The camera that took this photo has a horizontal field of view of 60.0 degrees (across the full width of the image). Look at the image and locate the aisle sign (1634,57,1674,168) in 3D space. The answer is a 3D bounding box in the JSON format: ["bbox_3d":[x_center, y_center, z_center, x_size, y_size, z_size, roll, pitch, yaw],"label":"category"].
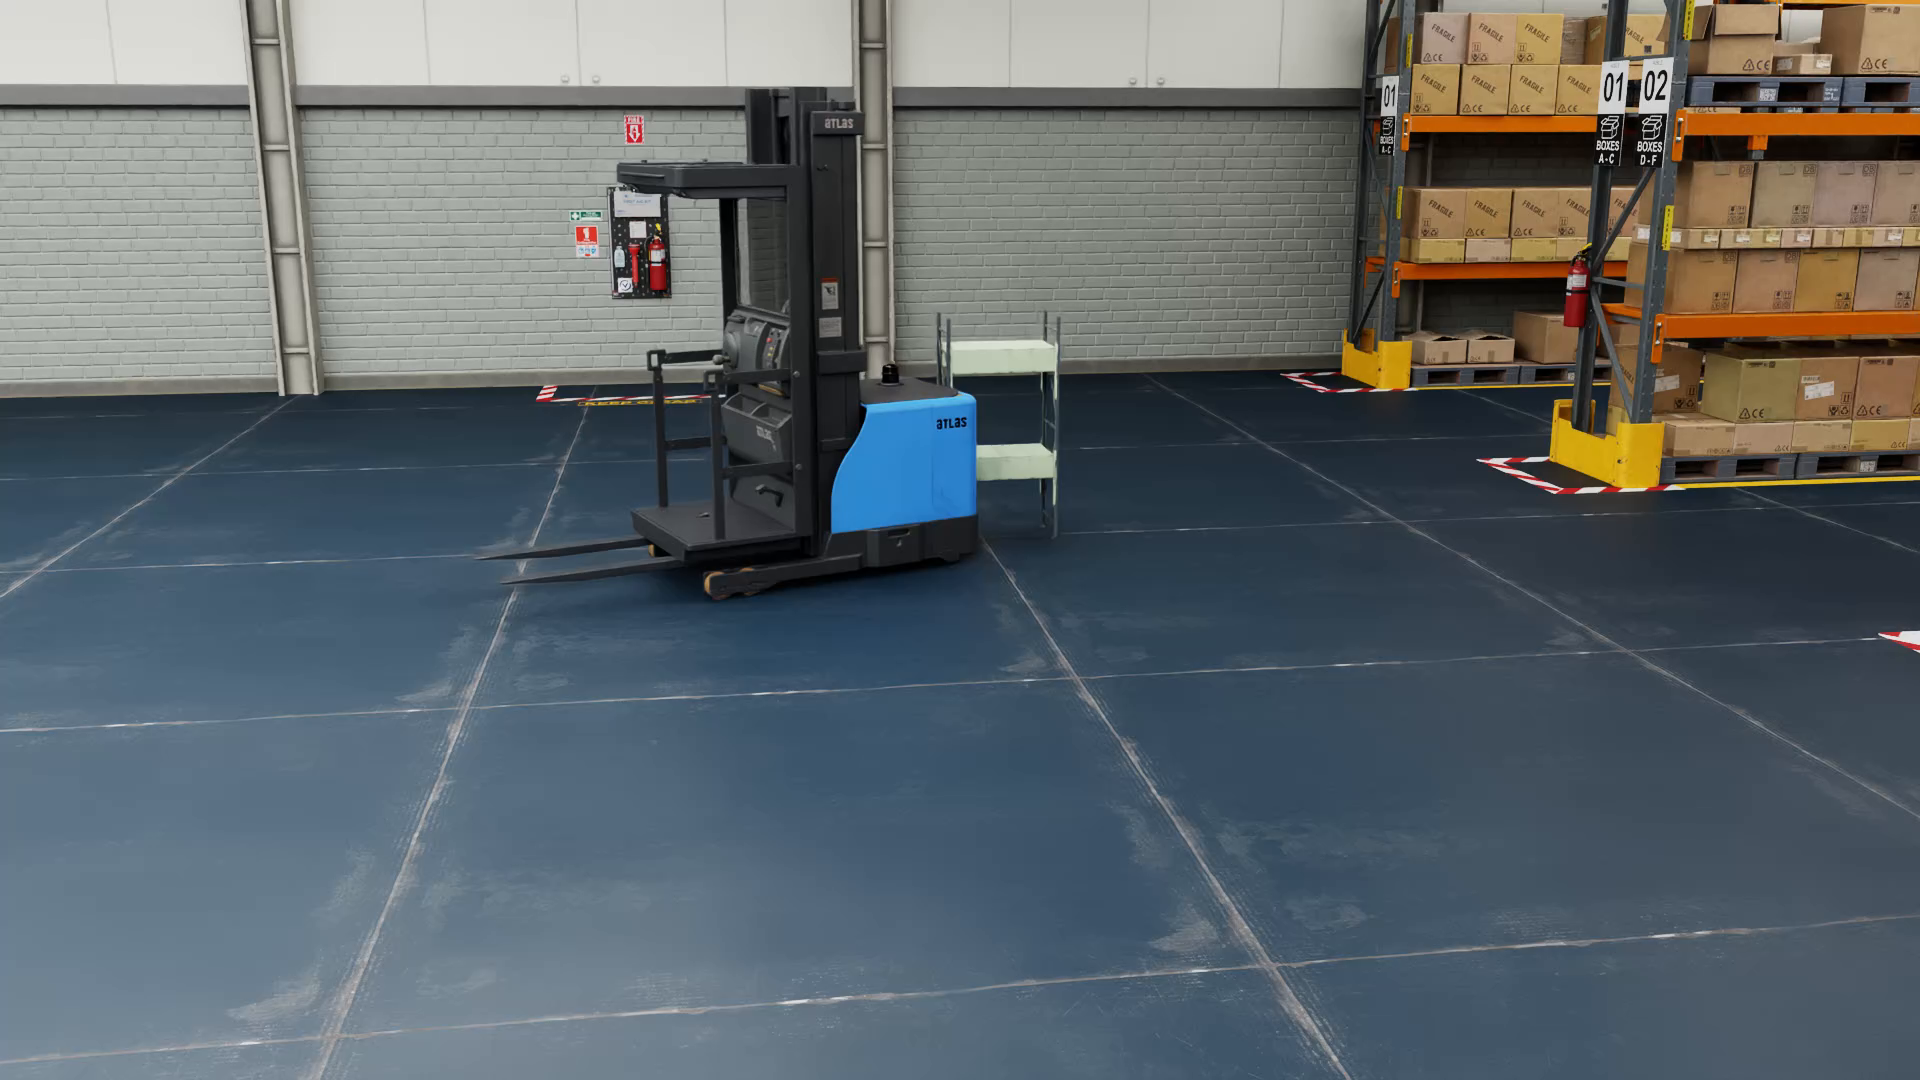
[{"bbox_3d":[5.170,-3.183,12.403,0.004,0.787,0.394,-2,14,-8],"label":"aisle sign"}]

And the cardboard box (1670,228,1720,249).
[{"bbox_3d":[5.610,-2.324,12.781,0.250,0.149,0.380,-2,14,-9],"label":"cardboard box"}]

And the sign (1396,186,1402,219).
[{"bbox_3d":[4.529,-3.479,17.147,0.005,0.325,0.100,-2,14,-8],"label":"sign"}]

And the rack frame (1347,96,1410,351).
[{"bbox_3d":[4.448,-3.189,17.773,0.127,3.000,1.000,-2,14,-8],"label":"rack frame"}]

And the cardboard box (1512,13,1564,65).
[{"bbox_3d":[5.874,-5.170,17.203,0.500,0.500,0.500,-2,14,-7],"label":"cardboard box"}]

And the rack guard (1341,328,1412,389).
[{"bbox_3d":[4.523,-1.980,18.088,0.348,0.500,1.175,-2,14,-8],"label":"rack guard"}]

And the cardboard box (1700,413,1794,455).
[{"bbox_3d":[6.247,-0.853,13.246,0.500,0.250,0.500,-2,14,-8],"label":"cardboard box"}]

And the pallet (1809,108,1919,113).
[{"bbox_3d":[10.055,-4.733,18.149,1.003,0.211,1.213,-2,14,-8],"label":"pallet"}]

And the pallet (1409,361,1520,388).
[{"bbox_3d":[5.332,-1.861,18.207,1.213,0.211,1.003,-2,14,-8],"label":"pallet"}]

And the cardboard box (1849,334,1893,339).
[{"bbox_3d":[10.143,-2.406,18.882,0.500,0.500,0.700,-2,14,-8],"label":"cardboard box"}]

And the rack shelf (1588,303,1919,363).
[{"bbox_3d":[7.167,-1.722,13.399,4.000,0.370,1.077,-2,14,-8],"label":"rack shelf"}]

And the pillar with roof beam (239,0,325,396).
[{"bbox_3d":[-6.214,-4.862,12.111,0.400,9.000,9.100,-2,14,-8],"label":"pillar with roof beam"}]

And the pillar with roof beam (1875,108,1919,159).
[{"bbox_3d":[11.585,-5.515,14.712,0.400,9.000,9.100,-2,14,-8],"label":"pillar with roof beam"}]

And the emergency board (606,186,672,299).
[{"bbox_3d":[-3.371,-3.125,17.516,0.643,1.169,0.194,-2,14,-8],"label":"emergency board"}]

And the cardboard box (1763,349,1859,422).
[{"bbox_3d":[6.740,-1.237,13.237,0.500,0.500,0.500,-2,14,-8],"label":"cardboard box"}]

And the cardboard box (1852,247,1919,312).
[{"bbox_3d":[7.183,-2.117,13.292,0.500,0.500,0.700,-2,14,-7],"label":"cardboard box"}]

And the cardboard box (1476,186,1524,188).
[{"bbox_3d":[5.892,-3.594,18.112,0.500,0.500,0.500,-2,14,-10],"label":"cardboard box"}]

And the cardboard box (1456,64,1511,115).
[{"bbox_3d":[5.352,-4.665,17.245,0.500,0.500,0.500,-1,14,-5],"label":"cardboard box"}]

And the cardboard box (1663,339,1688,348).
[{"bbox_3d":[7.879,-2.147,18.536,0.250,0.166,0.380,-4,15,-16],"label":"cardboard box"}]

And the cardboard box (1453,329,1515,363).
[{"bbox_3d":[5.709,-2.123,18.143,0.500,0.311,0.500,-1,14,-4],"label":"cardboard box"}]

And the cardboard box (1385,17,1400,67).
[{"bbox_3d":[4.835,-5.266,17.585,0.500,0.500,0.500,-1,14,-6],"label":"cardboard box"}]

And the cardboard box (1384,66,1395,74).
[{"bbox_3d":[4.823,-4.779,17.697,0.500,0.500,0.500,-1,14,-4],"label":"cardboard box"}]

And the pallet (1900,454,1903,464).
[{"bbox_3d":[8.352,-0.772,13.865,1.213,0.211,1.003,-2,14,-8],"label":"pallet"}]

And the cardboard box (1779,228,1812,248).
[{"bbox_3d":[6.367,-2.351,12.891,0.250,0.149,0.380,-2,14,-9],"label":"cardboard box"}]

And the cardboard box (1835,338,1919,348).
[{"bbox_3d":[7.651,-1.399,13.881,0.500,0.500,0.500,-2,14,-8],"label":"cardboard box"}]

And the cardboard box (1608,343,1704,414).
[{"bbox_3d":[5.675,-1.323,13.577,0.500,0.500,0.500,-2,14,-8],"label":"cardboard box"}]

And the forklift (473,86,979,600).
[{"bbox_3d":[-1.420,-1.215,10.040,3.031,2.935,1.130,-8,16,-28],"label":"forklift"}]

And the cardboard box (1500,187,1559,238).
[{"bbox_3d":[5.967,-3.468,17.609,0.500,0.500,0.500,-3,14,-10],"label":"cardboard box"}]

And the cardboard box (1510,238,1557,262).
[{"bbox_3d":[5.994,-3.107,17.711,0.500,0.250,0.500,-2,14,-9],"label":"cardboard box"}]

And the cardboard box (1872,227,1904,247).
[{"bbox_3d":[7.130,-2.379,13.003,0.250,0.149,0.380,-2,14,-8],"label":"cardboard box"}]

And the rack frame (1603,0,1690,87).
[{"bbox_3d":[5.189,-4.908,12.292,0.127,3.000,1.000,-2,14,-8],"label":"rack frame"}]

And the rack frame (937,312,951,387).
[{"bbox_3d":[-0.108,-0.750,11.128,0.023,1.500,0.400,-3,14,-10],"label":"rack frame"}]

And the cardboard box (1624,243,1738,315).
[{"bbox_3d":[5.653,-2.060,13.065,0.500,0.500,0.700,-2,14,-8],"label":"cardboard box"}]

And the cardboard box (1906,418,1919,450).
[{"bbox_3d":[7.731,-0.906,13.458,0.500,0.250,0.500,-2,14,-8],"label":"cardboard box"}]

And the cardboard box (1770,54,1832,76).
[{"bbox_3d":[6.379,-3.603,12.621,0.250,0.149,0.380,-2,14,-8],"label":"cardboard box"}]

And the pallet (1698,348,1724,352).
[{"bbox_3d":[9.173,-2.010,18.804,1.213,0.211,1.003,-2,14,-8],"label":"pallet"}]

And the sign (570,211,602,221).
[{"bbox_3d":[-3.928,-3.402,17.459,0.331,0.109,0.001,-2,14,-8],"label":"sign"}]

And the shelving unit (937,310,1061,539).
[{"bbox_3d":[0.252,-0.766,11.193,0.755,1.500,0.431,-3,14,-10],"label":"shelving unit"}]

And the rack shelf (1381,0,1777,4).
[{"bbox_3d":[6.425,-5.821,17.420,4.000,0.370,1.077,-2,14,-8],"label":"rack shelf"}]

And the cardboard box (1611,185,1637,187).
[{"bbox_3d":[7.395,-3.650,18.337,0.500,0.500,0.500,-2,14,-9],"label":"cardboard box"}]

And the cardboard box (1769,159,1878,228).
[{"bbox_3d":[6.723,-2.730,13.070,0.500,0.500,0.700,-2,14,-8],"label":"cardboard box"}]

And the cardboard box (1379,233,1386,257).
[{"bbox_3d":[4.881,-3.190,18.042,0.500,0.250,0.500,-2,14,-7],"label":"cardboard box"}]

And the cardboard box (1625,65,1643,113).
[{"bbox_3d":[6.896,-4.725,17.484,0.500,0.500,0.500,-3,14,-11],"label":"cardboard box"}]

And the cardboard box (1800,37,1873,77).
[{"bbox_3d":[6.839,-3.807,13.100,0.500,0.311,0.500,0,14,-2],"label":"cardboard box"}]

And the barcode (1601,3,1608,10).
[{"bbox_3d":[6.965,-5.764,17.967,0.075,0.075,0.001,-2,14,-8],"label":"barcode"}]
